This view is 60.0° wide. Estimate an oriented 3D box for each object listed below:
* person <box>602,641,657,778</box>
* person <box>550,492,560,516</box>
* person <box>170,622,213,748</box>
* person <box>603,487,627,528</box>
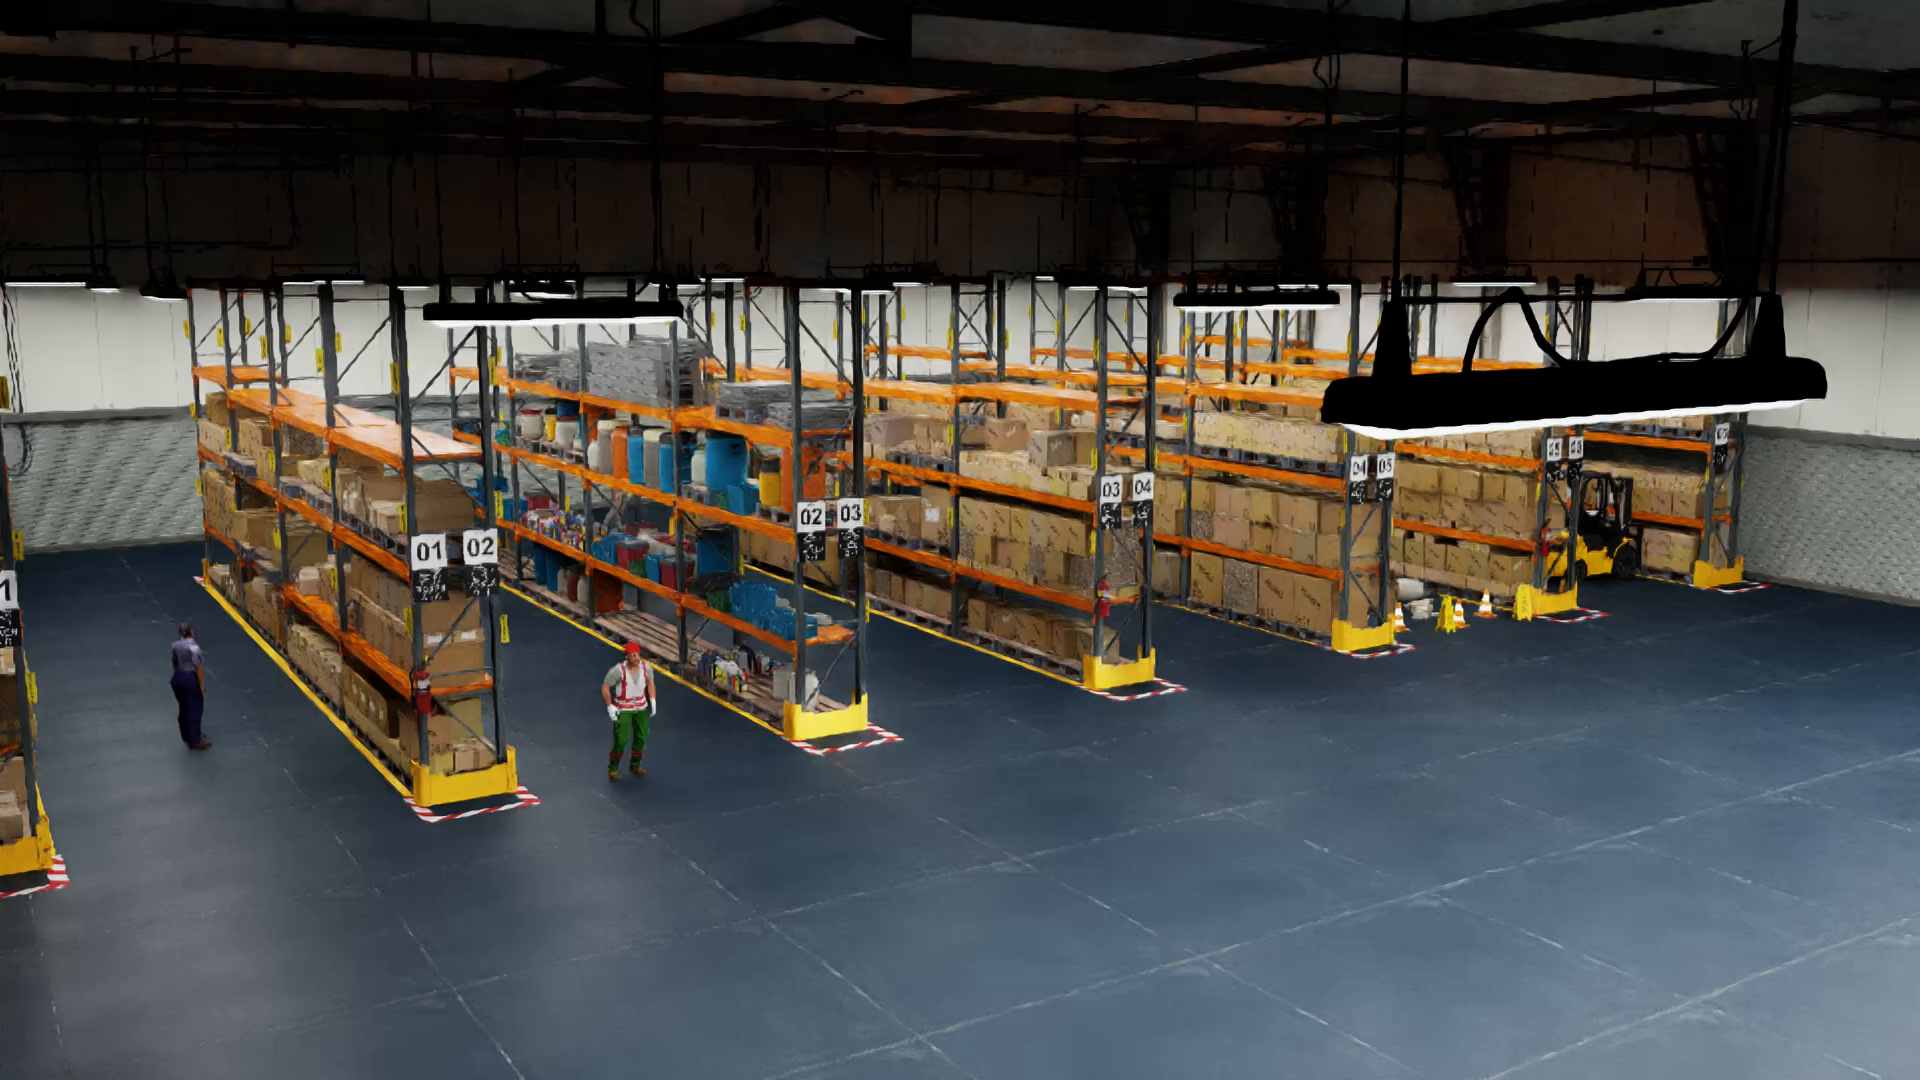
[{"bbox_3d":[-4.056,2.078,20.476,0.677,1.742,0.552,-6,11,-33],"label":"person"},{"bbox_3d":[-8.464,-0.256,34.838,0.411,1.534,0.957,-8,13,-40],"label":"person"},{"bbox_3d":[-10.080,1.887,21.823,0.530,1.639,0.430,5,11,28],"label":"person"},{"bbox_3d":[-8.185,-1.111,39.448,0.547,1.718,0.722,3,10,16],"label":"person"}]
